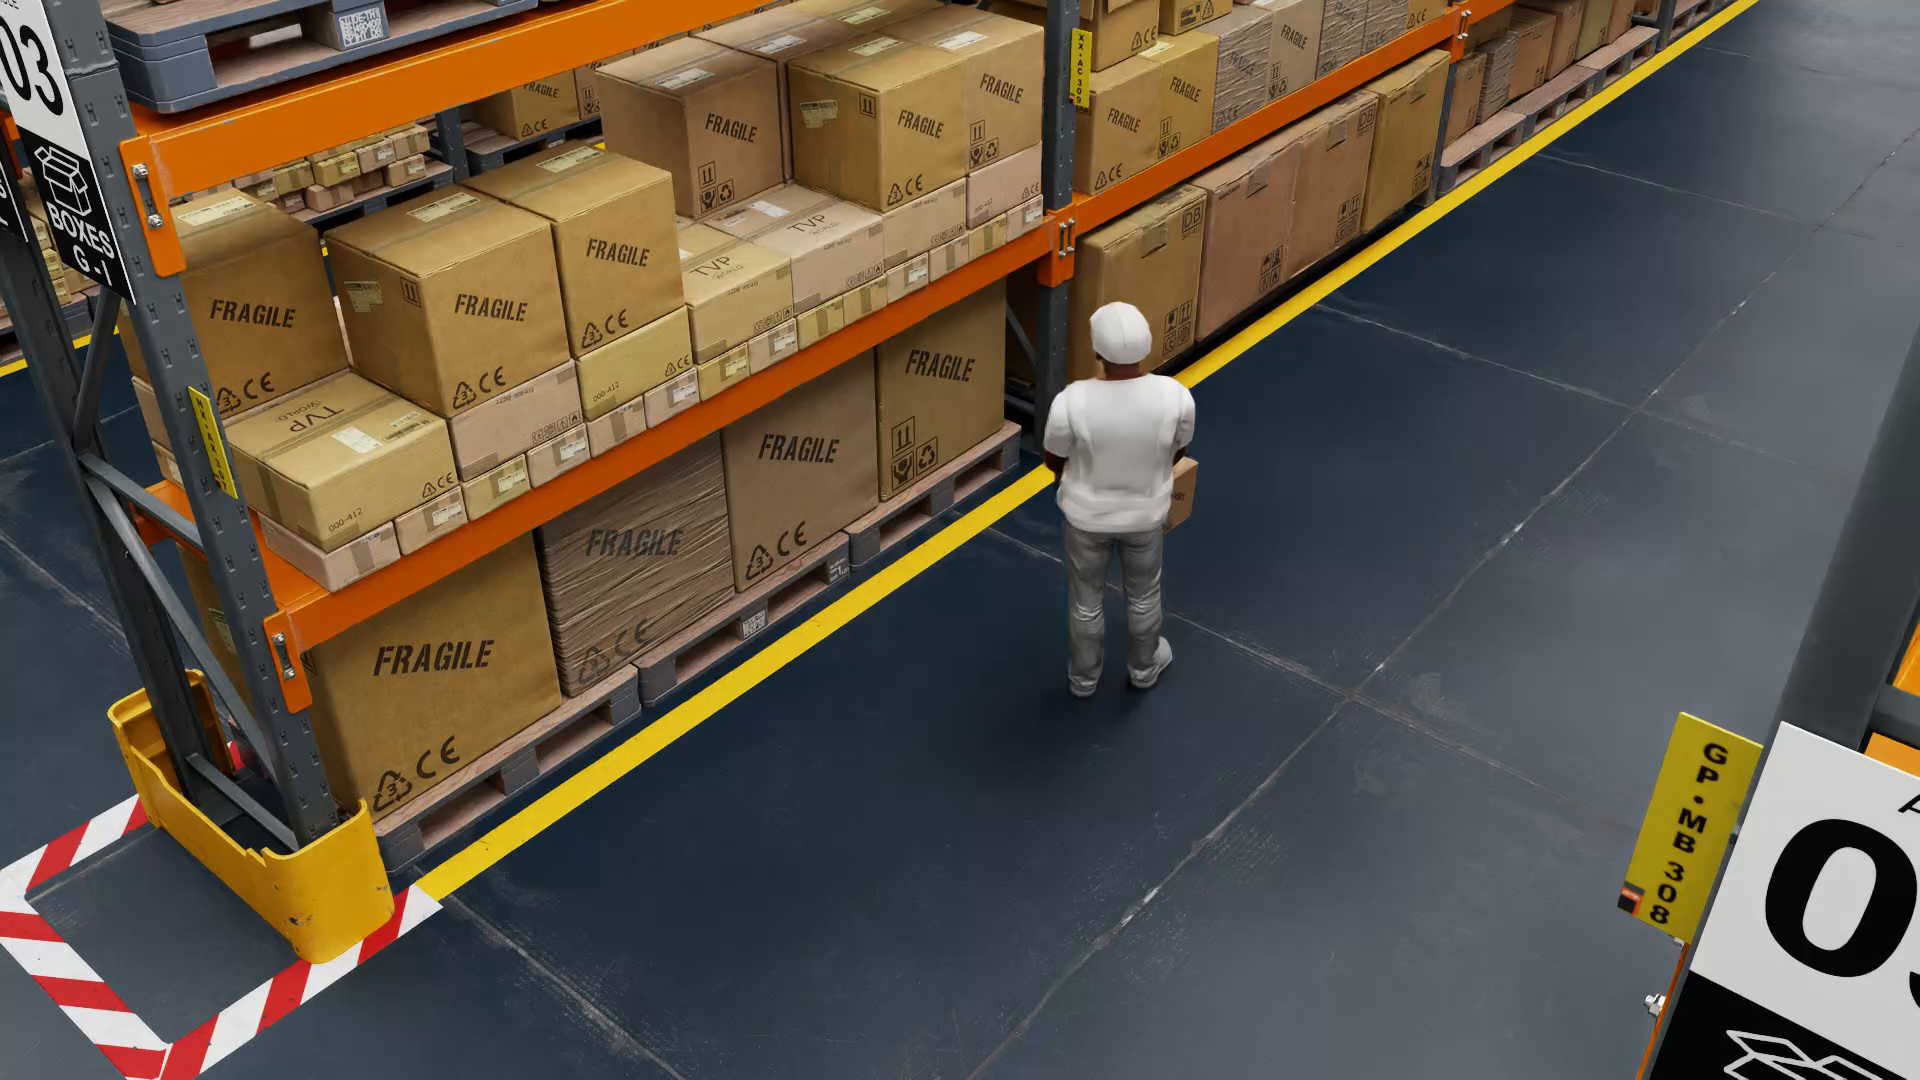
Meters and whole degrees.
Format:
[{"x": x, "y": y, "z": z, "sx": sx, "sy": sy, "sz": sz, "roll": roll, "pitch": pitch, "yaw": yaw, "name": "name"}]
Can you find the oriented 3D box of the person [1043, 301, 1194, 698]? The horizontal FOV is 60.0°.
[{"x": 0.596, "y": -0.149, "z": 6.320, "sx": 0.597, "sy": 1.775, "sz": 0.509, "roll": -2, "pitch": 35, "yaw": -4, "name": "person"}]
